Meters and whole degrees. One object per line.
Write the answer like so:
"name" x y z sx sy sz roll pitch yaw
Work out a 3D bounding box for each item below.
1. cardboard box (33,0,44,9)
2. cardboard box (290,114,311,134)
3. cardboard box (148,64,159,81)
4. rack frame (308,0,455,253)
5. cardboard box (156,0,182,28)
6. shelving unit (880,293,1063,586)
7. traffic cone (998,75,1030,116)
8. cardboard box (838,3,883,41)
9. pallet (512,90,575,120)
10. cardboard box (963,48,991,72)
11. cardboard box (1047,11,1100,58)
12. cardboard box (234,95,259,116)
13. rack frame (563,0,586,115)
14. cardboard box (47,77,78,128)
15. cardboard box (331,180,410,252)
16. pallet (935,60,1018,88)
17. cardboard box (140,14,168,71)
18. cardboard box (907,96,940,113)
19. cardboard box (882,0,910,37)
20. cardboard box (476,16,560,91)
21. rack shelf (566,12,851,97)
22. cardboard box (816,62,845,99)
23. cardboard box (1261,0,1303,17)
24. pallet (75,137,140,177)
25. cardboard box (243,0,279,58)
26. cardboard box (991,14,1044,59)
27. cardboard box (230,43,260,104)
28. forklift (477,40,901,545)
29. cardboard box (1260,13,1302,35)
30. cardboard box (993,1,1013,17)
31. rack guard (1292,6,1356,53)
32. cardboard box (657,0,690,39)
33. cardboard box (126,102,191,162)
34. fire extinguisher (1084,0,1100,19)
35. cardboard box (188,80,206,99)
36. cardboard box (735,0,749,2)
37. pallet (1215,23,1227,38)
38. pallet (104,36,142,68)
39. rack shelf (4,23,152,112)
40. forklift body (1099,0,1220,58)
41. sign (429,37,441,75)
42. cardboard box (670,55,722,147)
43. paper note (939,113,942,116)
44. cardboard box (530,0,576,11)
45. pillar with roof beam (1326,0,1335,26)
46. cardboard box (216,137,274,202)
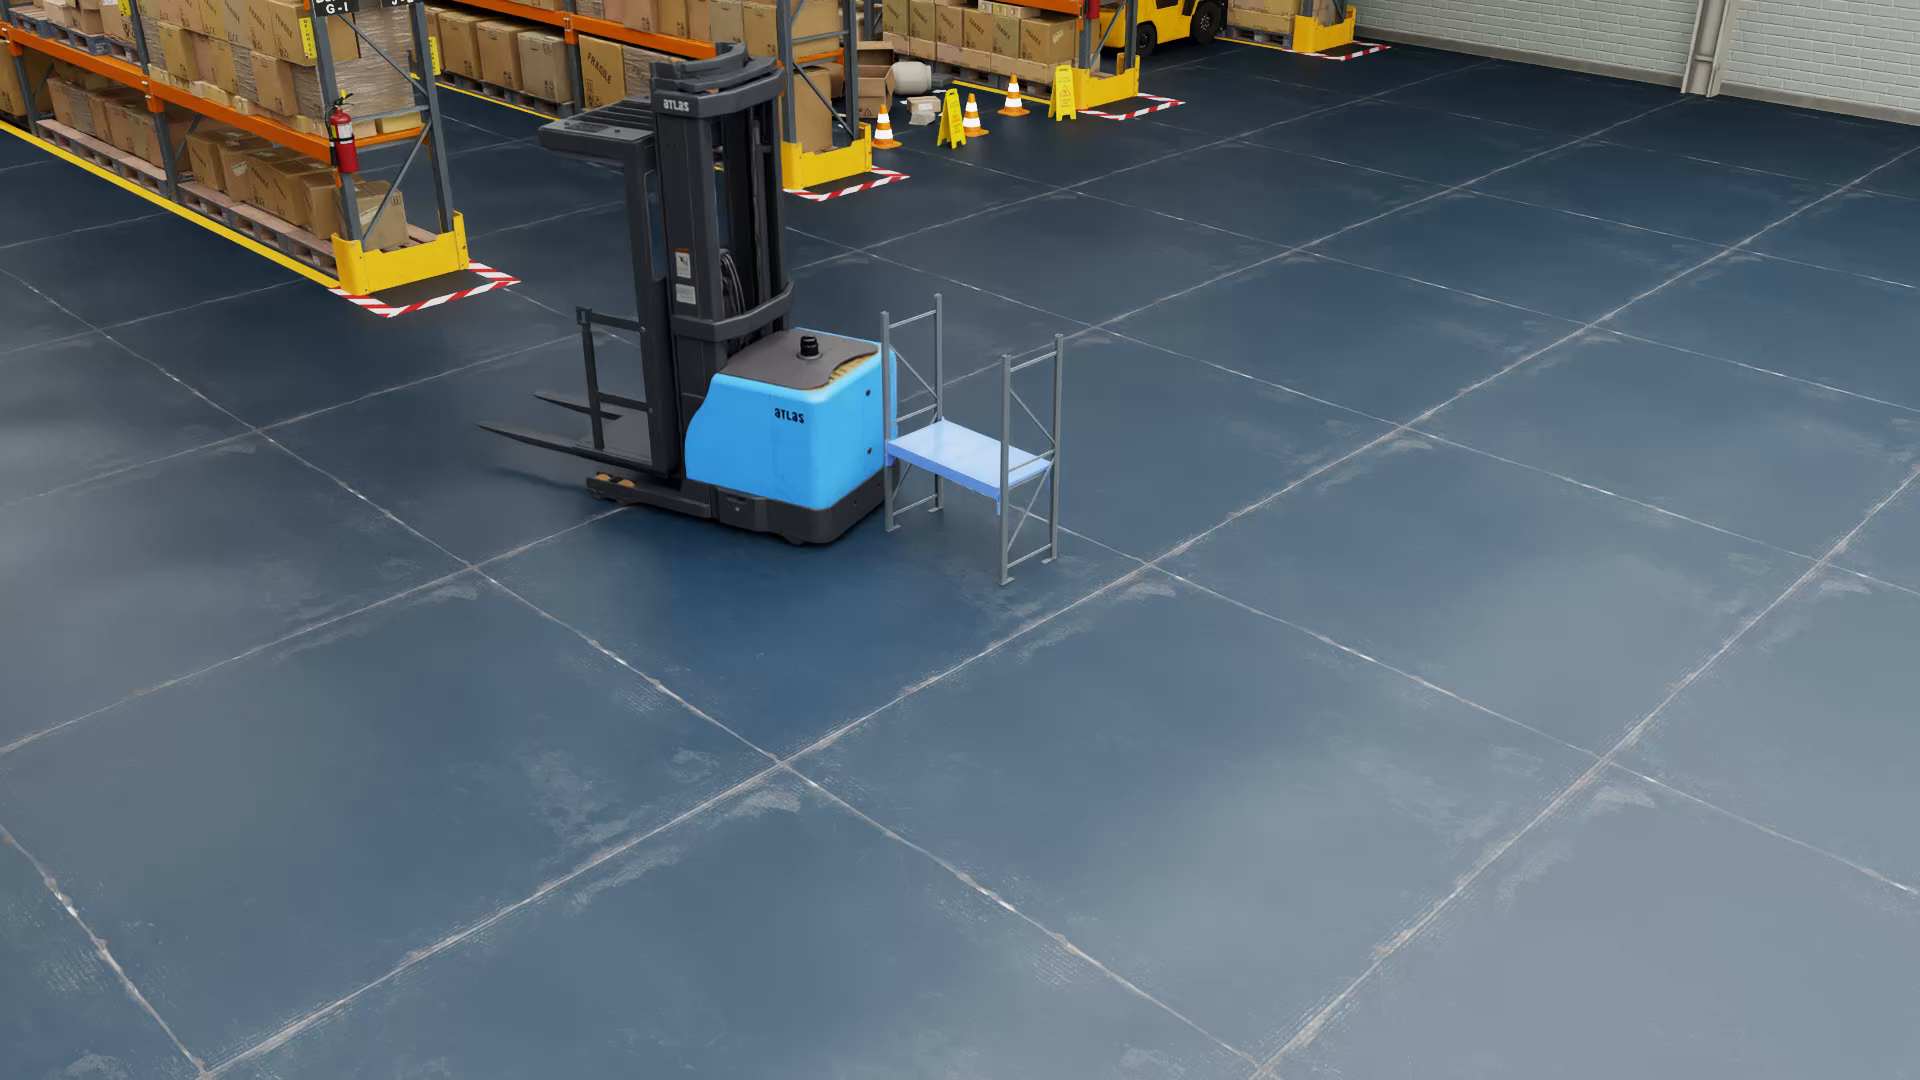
"cardboard box" -10.350 -6.408 19.147 0.500 0.500 0.500 20 33 33
"cardboard box" -5.799 -3.790 14.997 0.250 0.149 0.380 25 36 38
"cardboard box" -7.969 -4.754 16.831 0.250 0.149 0.380 25 36 38
"rack frame" -5.059 -3.730 14.614 0.127 3.000 1.000 25 36 38
"cardboard box" -7.411 -5.260 16.022 0.500 0.500 0.500 25 36 38
"shelving unit" 0.061 -0.636 10.341 1.048 1.500 0.538 25 36 38
"traffic cone" 0.678 -5.608 20.912 0.334 0.463 0.336 25 36 38
"cardboard box" -1.339 -7.517 24.188 0.950 0.372 0.625 -25 37 -39
"pallet" -4.965 -5.641 21.244 1.213 0.211 1.003 25 36 38
"cardboard box" 0.383 -6.503 22.390 0.500 0.250 0.500 23 35 37
"cardboard box" 1.490 -6.682 21.926 0.500 0.500 0.500 23 36 37
"cardboard box" -6.550 -4.098 15.584 0.250 0.149 0.380 25 36 38
"rack frame" -4.362 -6.648 20.164 0.127 3.000 1.000 25 36 38
"cardboard box" -10.272 -5.217 19.655 0.500 0.500 0.700 22 35 36
"cardboard box" -5.492 -3.019 15.496 0.500 0.500 0.500 -18 33 -30
"pallet" 0.414 -6.484 22.848 1.213 0.211 1.003 25 36 38
"cardboard box" -7.634 -5.044 16.685 0.500 0.500 0.875 25 36 38
"cardboard box" -0.461 -5.514 21.070 0.380 0.149 0.250 -7 29 -14
"cardboard box" -0.732 -7.343 23.182 0.500 0.500 0.500 -23 36 -37
"cardboard box" -5.553 -6.327 21.519 0.750 0.750 1.050 25 36 38
"rack shelf" -2.936 -5.677 19.090 4.000 0.370 1.077 25 36 38
"cardboard box" -1.811 -6.009 21.485 0.503 0.637 0.797 25 36 38
"cardboard box" 4.800 -7.912 24.534 0.500 0.250 0.500 24 36 38
"pallet" -9.342 -4.453 18.985 1.213 0.211 1.003 25 36 38
"cardboard box" -5.985 -4.607 14.781 0.500 0.500 0.500 25 36 38
"cardboard box" 0.760 -6.664 21.891 0.500 0.500 0.500 -24 36 -37
"cardboard box" -6.199 -4.395 15.452 0.500 0.500 0.875 25 36 38
"forklift" -1.948 -1.736 10.895 3.031 2.935 1.130 14 31 24
"cardboard box" 4.810 -7.685 24.638 0.500 0.250 0.500 25 37 39
"cardboard box" 0.649 -6.962 21.761 0.380 0.149 0.250 -25 36 -38
"rack guard" 5.383 -7.553 24.571 0.348 0.500 1.175 25 36 38
"cardboard box" -2.932 -6.071 18.906 0.500 0.550 0.875 25 36 38
"cardboard box" -8.661 -4.493 18.278 0.500 0.500 0.700 24 36 38
"fire extinguisher" 1.647 -6.794 20.525 0.183 0.674 0.296 25 36 38
"cardboard box" -7.268 -4.422 16.200 0.250 0.149 0.380 25 36 38
"cardboard box" -2.204 -6.170 17.933 0.550 0.550 0.875 25 36 38
"pallet" 3.926 -8.067 25.858 1.213 0.211 1.003 25 36 38
"pallet" -8.354 -5.248 17.707 1.213 0.211 1.003 25 36 38
"rack shelf" -9.337 -5.369 18.505 4.000 0.370 1.077 25 36 38
"forklift body" 2.735 -8.305 24.227 1.214 2.155 2.313 25 36 38
"sign" -4.679 -4.293 14.755 0.005 0.325 0.100 25 36 38
"cardboard box" -2.668 -5.074 19.002 0.875 0.875 0.875 24 36 38
"paper note" -0.181 -5.353 20.890 0.142 0.019 0.148 12 30 22
"cardboard box" -4.921 -6.774 20.296 0.500 0.500 0.500 24 36 38
"pillar with roof beam" 2.483 -10.420 20.891 0.400 9.000 9.100 25 36 38
"cardboard box" -7.240 -3.787 16.956 0.500 0.500 0.500 -13 31 -24
